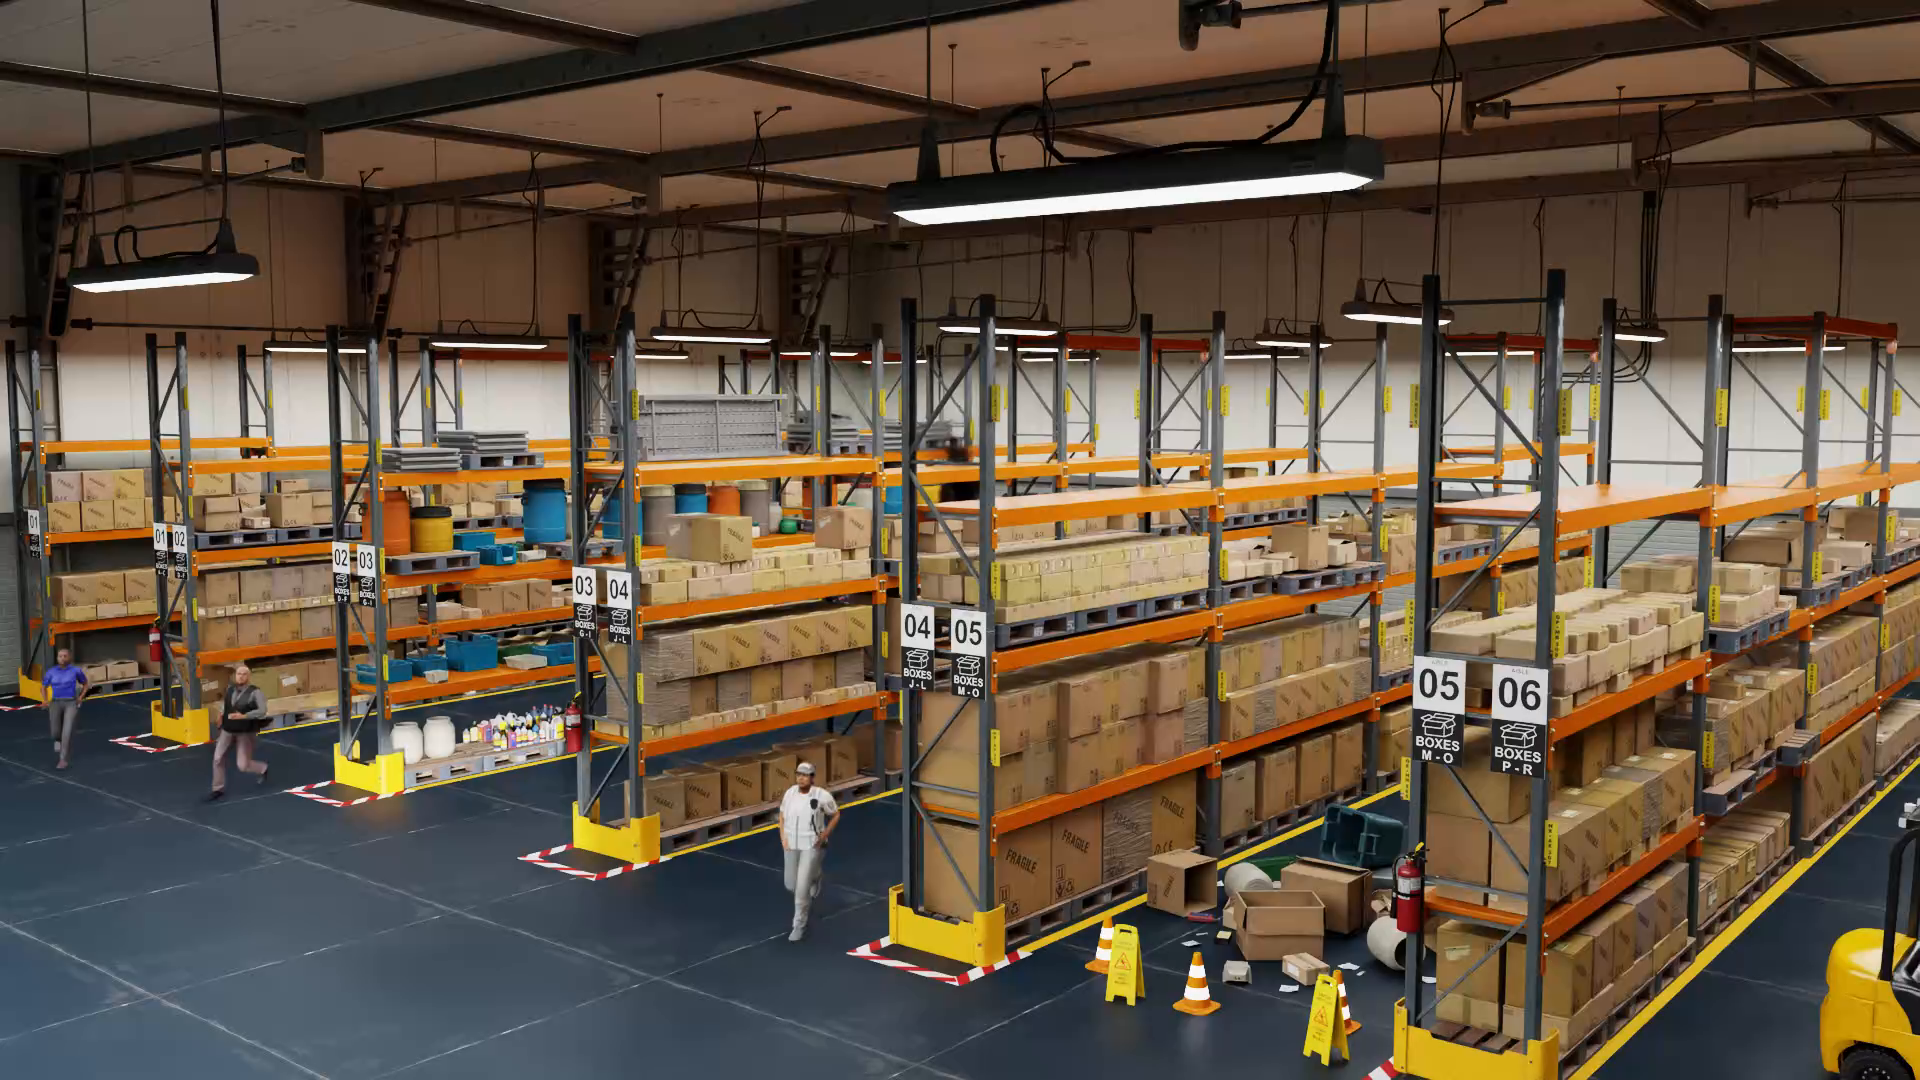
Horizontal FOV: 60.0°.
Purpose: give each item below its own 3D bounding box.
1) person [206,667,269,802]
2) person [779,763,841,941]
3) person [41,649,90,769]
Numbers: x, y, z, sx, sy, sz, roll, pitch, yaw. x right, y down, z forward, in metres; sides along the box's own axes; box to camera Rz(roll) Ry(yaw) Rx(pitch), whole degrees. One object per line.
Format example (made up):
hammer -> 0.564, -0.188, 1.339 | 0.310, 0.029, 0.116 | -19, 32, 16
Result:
person -> -9.152, 2.445, 21.207 | 0.686, 1.682, 0.820 | 1, 5, 11
person -> -1.467, 2.943, 15.985 | 0.601, 1.644, 0.850 | 2, 6, 23
person -> -12.371, 2.305, 23.004 | 0.597, 1.624, 0.729 | -2, 6, -23
